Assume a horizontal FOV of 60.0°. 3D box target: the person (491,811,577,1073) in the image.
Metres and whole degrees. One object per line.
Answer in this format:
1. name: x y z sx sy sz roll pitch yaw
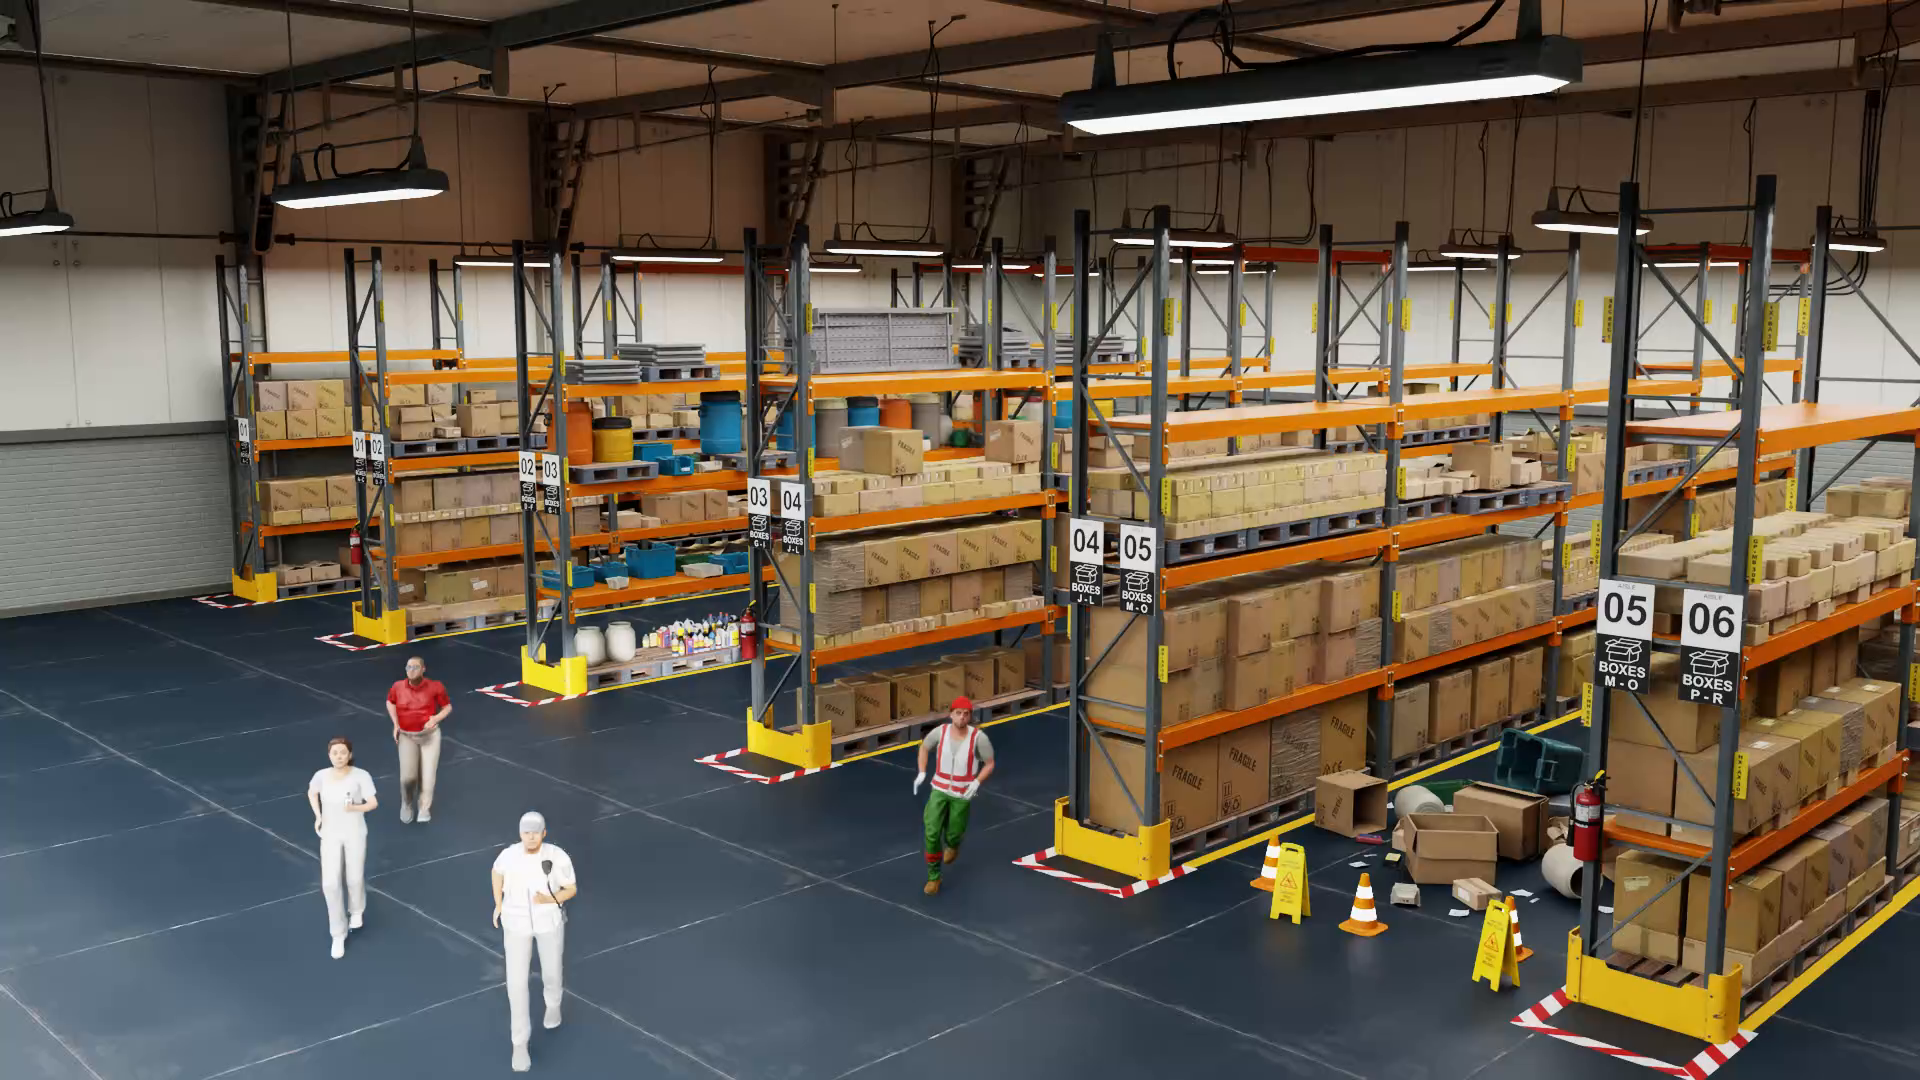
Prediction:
1. person: -2.953 2.716 11.562 0.587 1.718 0.814 -2 8 -12

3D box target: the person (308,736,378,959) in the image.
1. person: -4.988 2.435 13.474 0.551 1.719 0.742 -2 8 -15

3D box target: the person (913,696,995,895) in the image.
1. person: -0.043 2.241 14.835 0.709 1.760 0.707 2 8 12

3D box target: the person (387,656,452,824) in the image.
1. person: -5.364 2.002 16.499 0.638 1.711 0.647 -2 8 -13
